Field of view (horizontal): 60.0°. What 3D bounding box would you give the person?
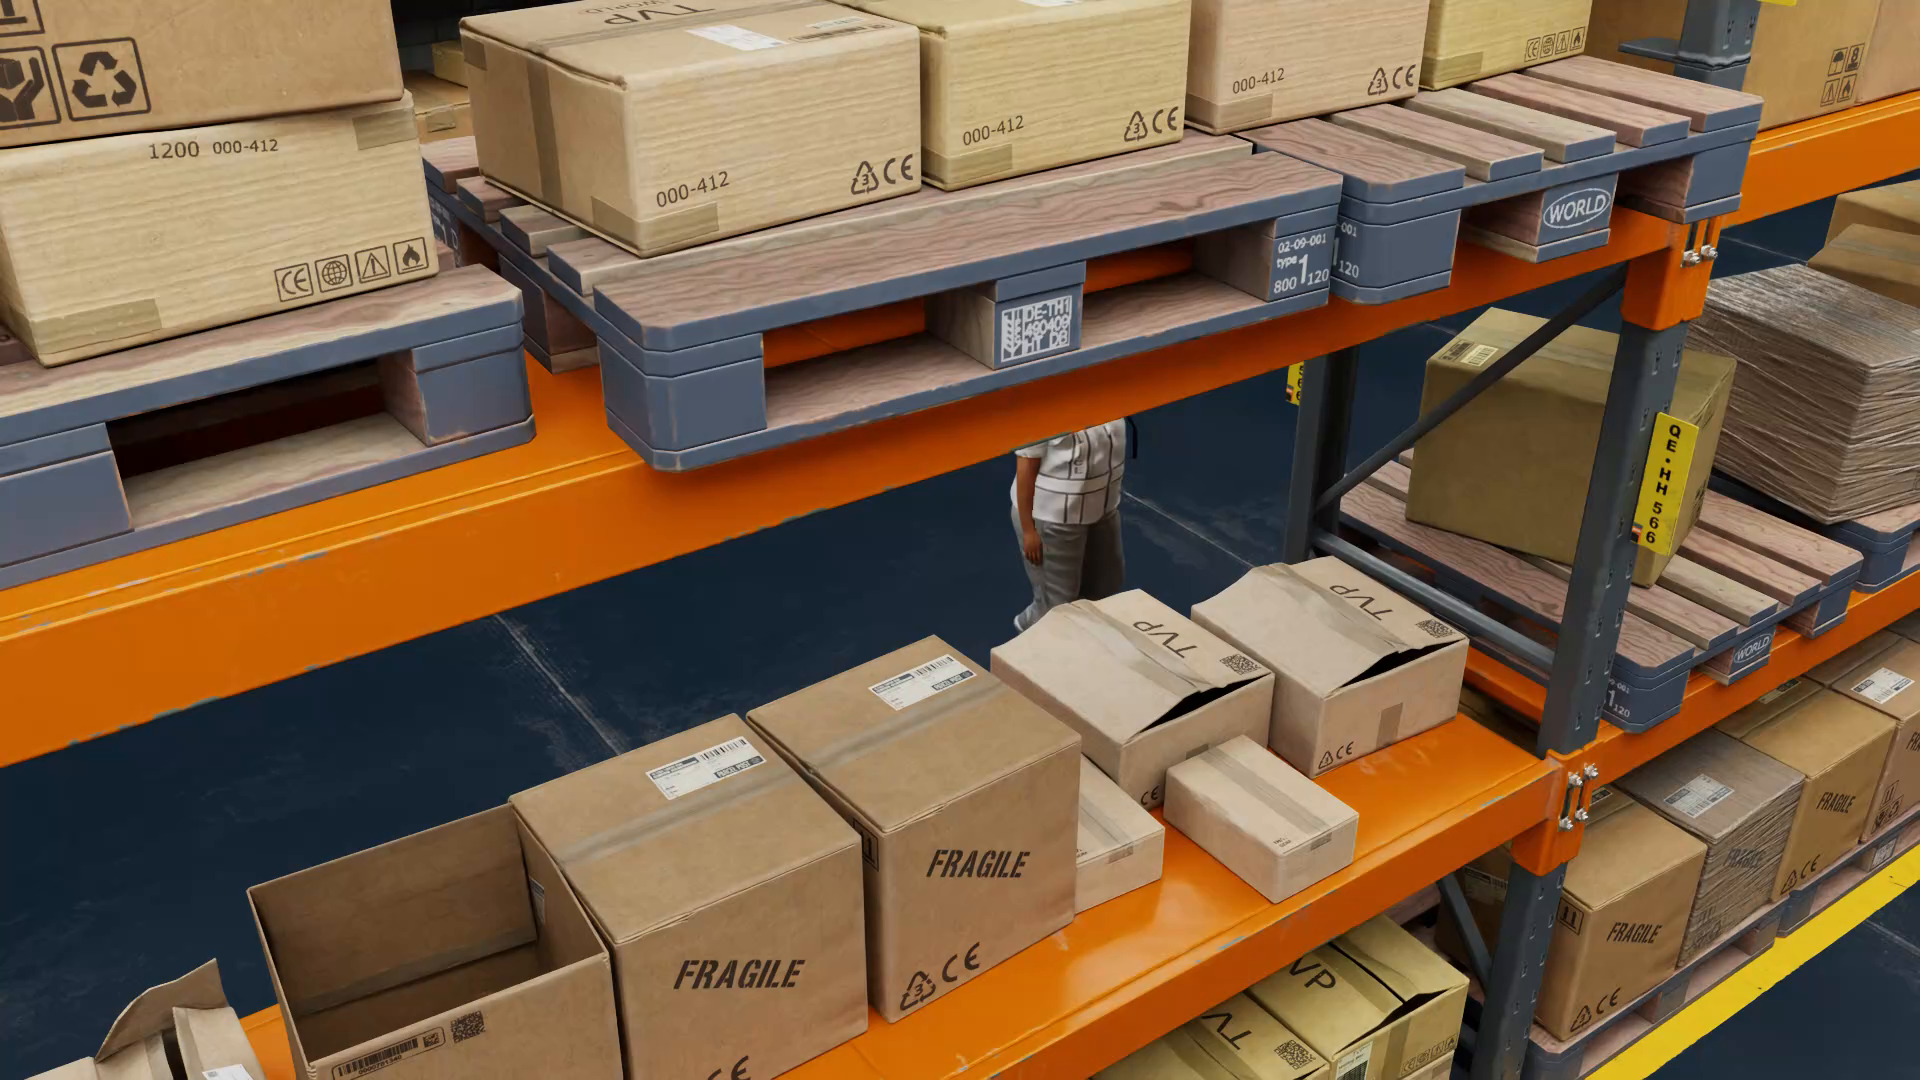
[{"bbox_3d":[0.379,-0.126,6.323,0.550,1.663,0.488,20,35,32],"label":"person"}]
